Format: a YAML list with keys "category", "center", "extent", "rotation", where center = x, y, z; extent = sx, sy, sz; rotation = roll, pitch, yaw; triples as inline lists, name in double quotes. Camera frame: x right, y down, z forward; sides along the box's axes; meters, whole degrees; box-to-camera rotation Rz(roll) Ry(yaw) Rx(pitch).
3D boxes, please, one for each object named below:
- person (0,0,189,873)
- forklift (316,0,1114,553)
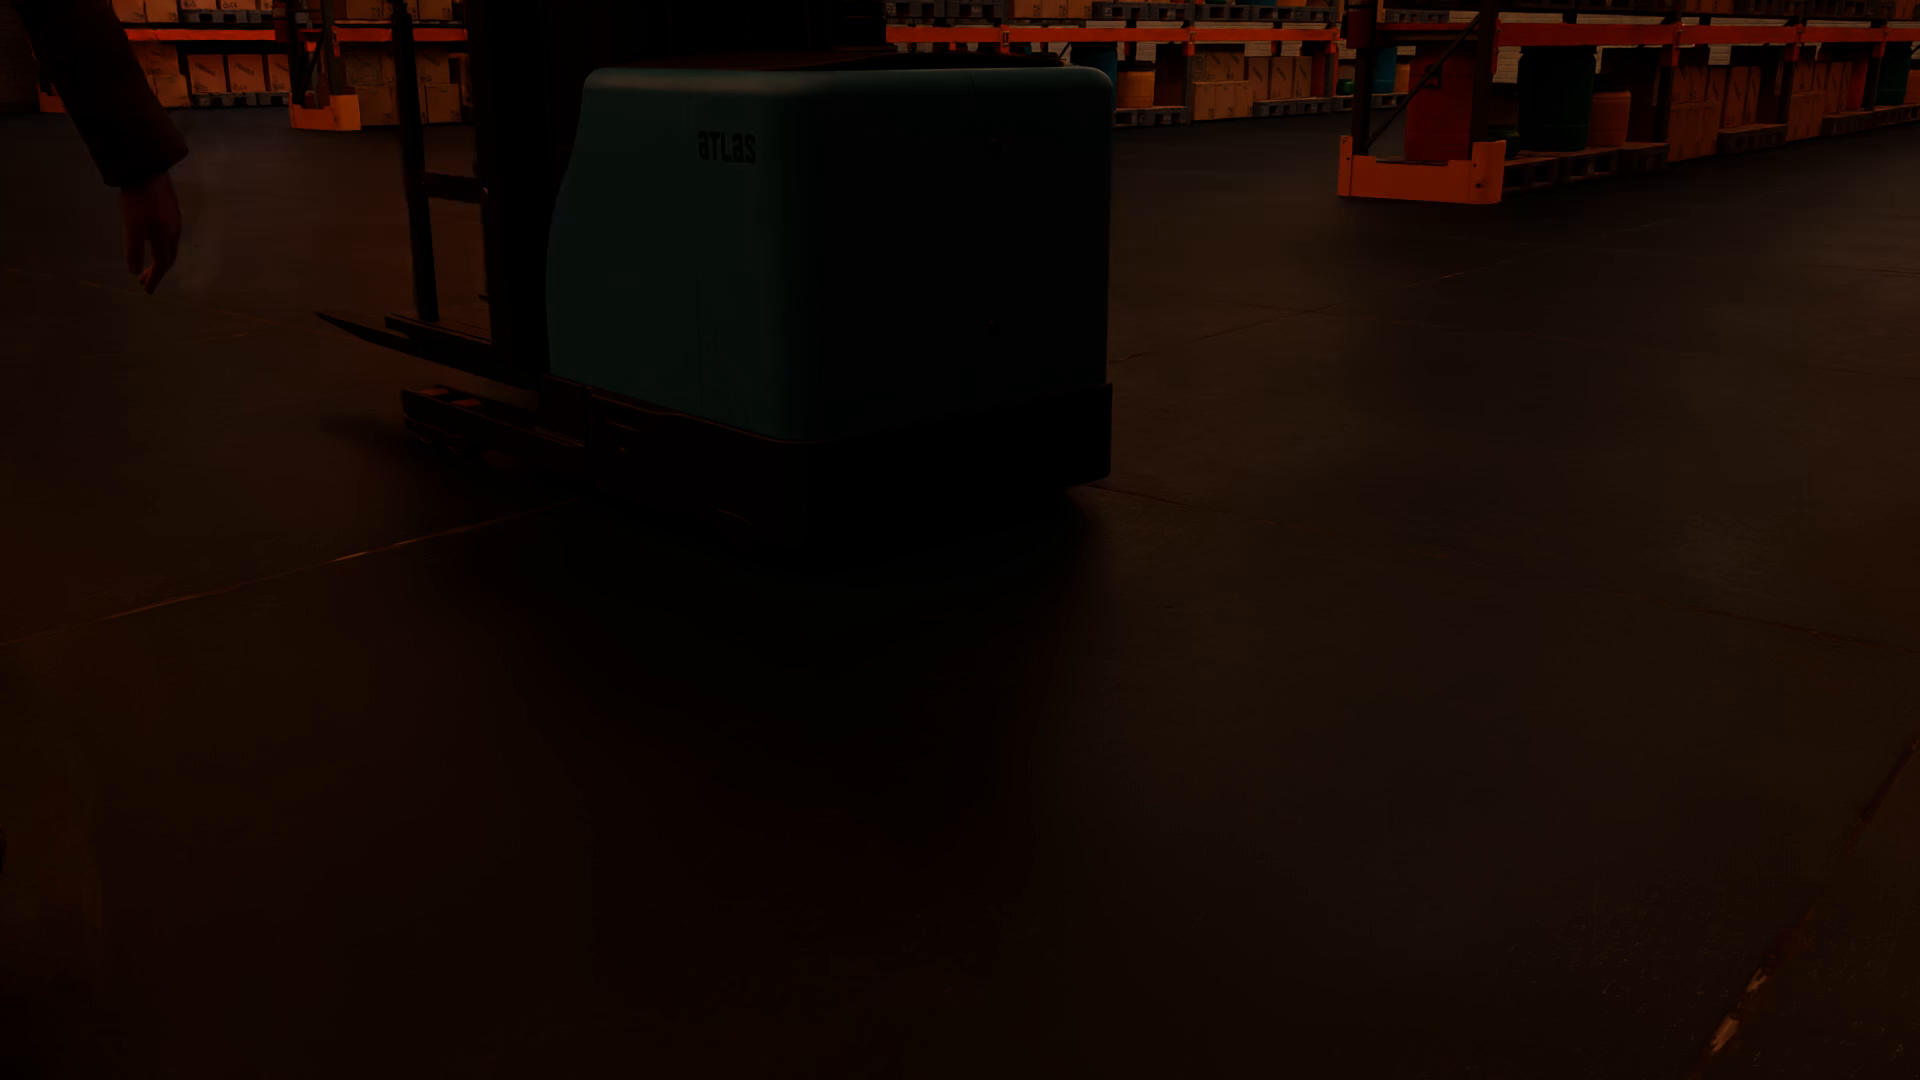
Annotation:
- category: "person"
  center: [-1.404, -0.270, 1.990]
  extent: [0.728, 1.764, 0.799]
  rotation: [-1, 17, -2]
- category: "forklift"
  center: [-0.980, -1.728, 4.588]
  extent: [1.130, 2.935, 3.031]
  rotation: [-15, 22, -40]
